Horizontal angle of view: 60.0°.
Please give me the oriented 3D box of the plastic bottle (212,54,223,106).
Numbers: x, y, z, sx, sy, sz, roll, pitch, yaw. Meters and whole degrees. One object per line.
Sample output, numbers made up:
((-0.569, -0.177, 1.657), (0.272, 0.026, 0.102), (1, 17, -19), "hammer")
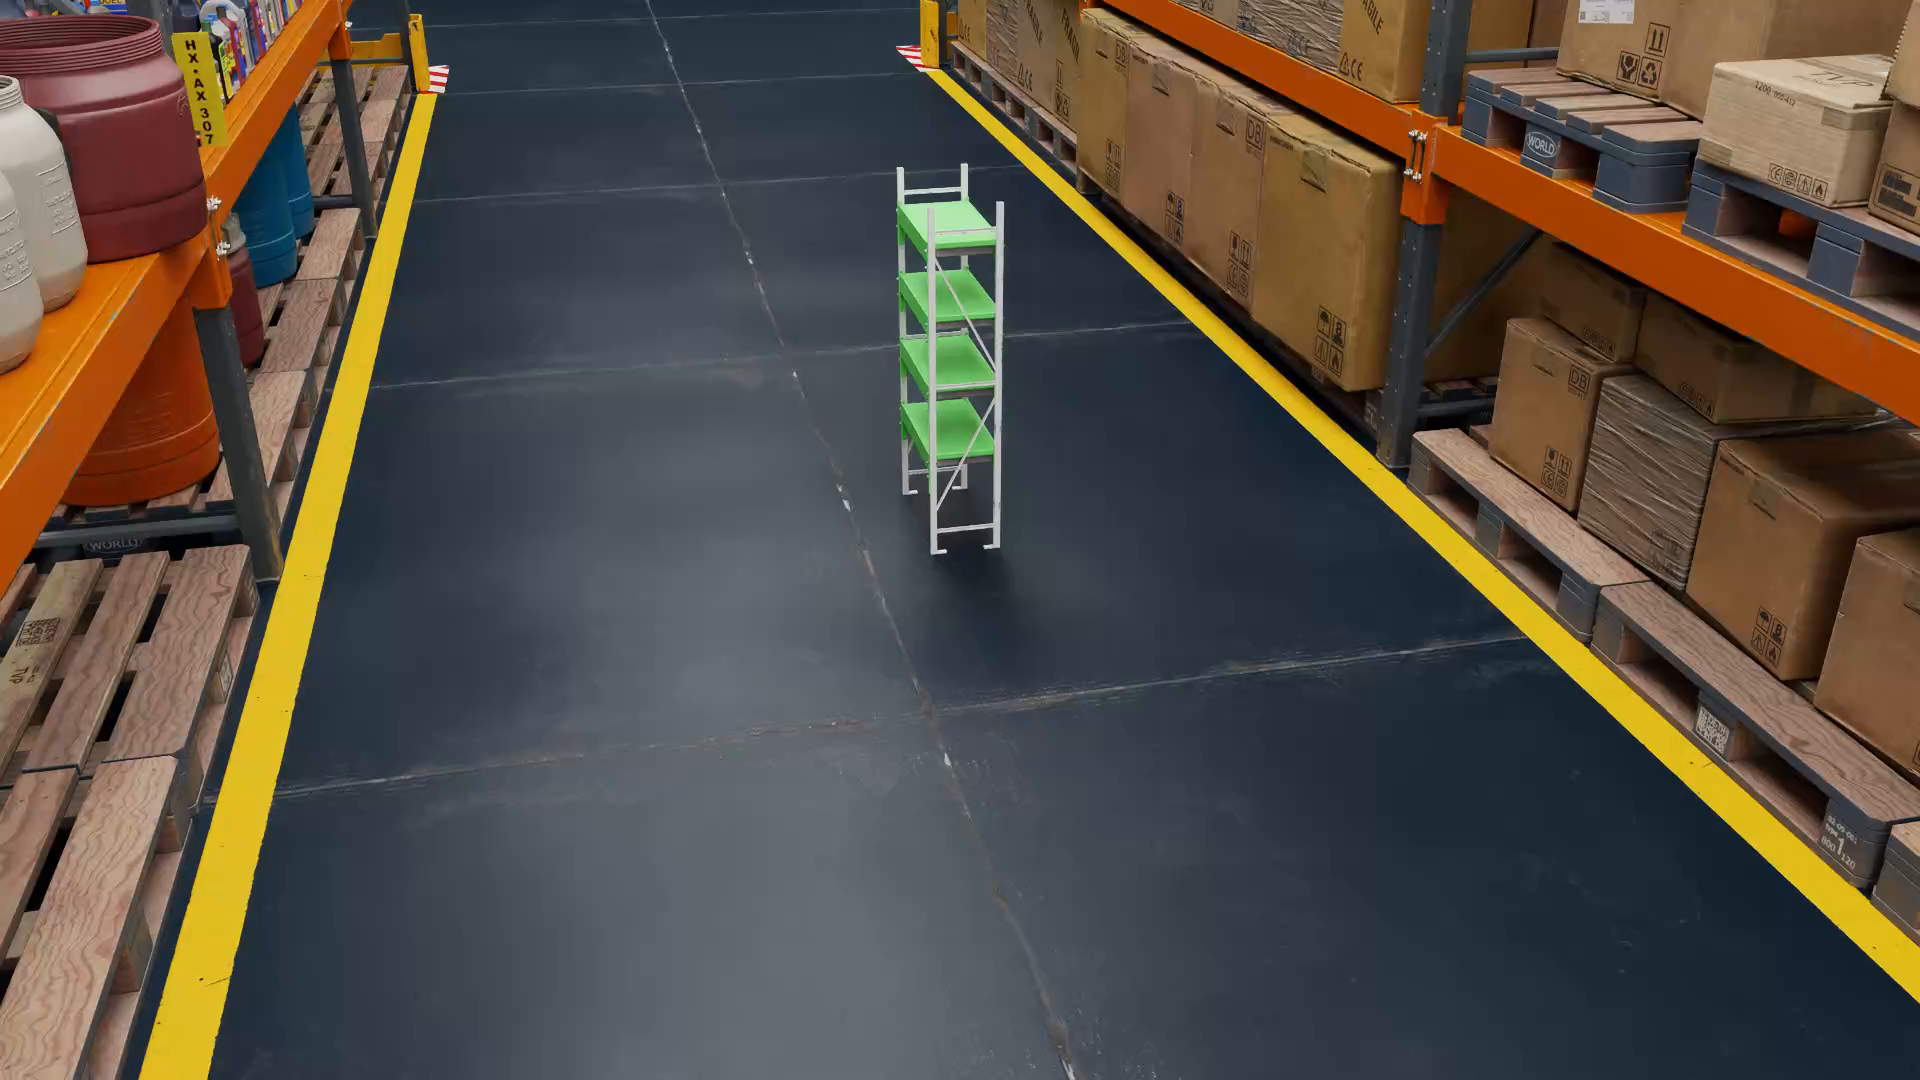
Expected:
((-2.609, -1.609, 5.738), (0.061, 0.283, 0.133), (-6, 27, -12), "plastic bottle")

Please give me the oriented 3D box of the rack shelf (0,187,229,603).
((-2.285, 0.028, 3.165), (1.077, 0.370, 4.000), (-6, 27, -12), "rack shelf")

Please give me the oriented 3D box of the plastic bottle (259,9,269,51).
((-2.902, -2.108, 6.818), (0.097, 0.201, 0.097), (0, 27, 0), "plastic bottle")

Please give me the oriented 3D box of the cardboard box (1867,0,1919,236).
((2.510, -0.904, 3.631), (0.797, 0.503, 0.637), (-3, 27, -6), "cardboard box")

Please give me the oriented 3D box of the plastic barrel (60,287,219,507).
((-2.863, -0.603, 5.559), (0.600, 0.830, 0.708), (-6, 27, -12), "plastic barrel")

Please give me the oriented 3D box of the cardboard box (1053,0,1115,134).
((1.117, -2.967, 10.192), (0.875, 0.875, 0.875), (-6, 27, -12), "cardboard box")

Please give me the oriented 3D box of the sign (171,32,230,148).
((-2.202, -1.303, 4.822), (0.100, 0.325, 0.005), (-6, 27, -12), "sign")

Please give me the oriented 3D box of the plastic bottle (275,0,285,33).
((-3.038, -2.350, 7.215), (0.152, 0.276, 0.135), (-6, 27, -12), "plastic bottle")

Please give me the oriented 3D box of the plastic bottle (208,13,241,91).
((-2.726, -1.796, 6.123), (0.097, 0.271, 0.097), (0, 27, 0), "plastic bottle")

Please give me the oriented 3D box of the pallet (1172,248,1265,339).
((1.714, -1.318, 8.127), (1.003, 0.211, 1.213), (-6, 27, -12), "pallet")

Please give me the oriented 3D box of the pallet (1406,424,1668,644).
((2.264, -0.087, 5.687), (1.003, 0.211, 1.213), (-6, 27, -12), "pallet")

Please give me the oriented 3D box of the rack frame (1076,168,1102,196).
((1.188, -3.431, 9.218), (1.000, 3.000, 0.127), (-6, 27, -12), "rack frame")

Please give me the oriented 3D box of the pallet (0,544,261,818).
((-2.599, 0.417, 4.689), (1.003, 0.211, 1.213), (-6, 27, -12), "pallet")

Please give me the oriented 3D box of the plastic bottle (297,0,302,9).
((-3.137, -2.638, 7.778), (0.061, 0.283, 0.133), (-6, 27, -12), "plastic bottle")

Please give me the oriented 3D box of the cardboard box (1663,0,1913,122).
((2.473, -1.439, 4.695), (0.700, 0.500, 0.500), (-2, 27, -4), "cardboard box")

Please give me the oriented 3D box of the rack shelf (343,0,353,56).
((-4.088, -3.484, 10.123), (1.077, 0.370, 4.000), (-6, 27, -12), "rack shelf")

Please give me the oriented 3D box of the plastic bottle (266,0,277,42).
((-2.955, -2.210, 7.020), (0.097, 0.201, 0.097), (0, 27, 0), "plastic bottle")

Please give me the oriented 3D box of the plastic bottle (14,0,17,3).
((-3.572, -1.895, 6.305), (0.061, 0.283, 0.133), (-6, 27, -12), "plastic bottle")

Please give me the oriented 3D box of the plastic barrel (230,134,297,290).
((-3.372, -1.627, 7.507), (0.600, 0.901, 0.708), (-6, 27, -12), "plastic barrel")

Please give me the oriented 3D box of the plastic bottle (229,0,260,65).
((-2.863, -2.052, 6.541), (0.144, 0.351, 0.185), (-6, 27, -12), "plastic bottle")

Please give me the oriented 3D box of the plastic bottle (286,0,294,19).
((-3.112, -2.535, 7.499), (0.144, 0.351, 0.185), (-6, 27, -12), "plastic bottle")

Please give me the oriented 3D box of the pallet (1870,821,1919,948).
((2.814, 0.985, 3.565), (1.003, 0.211, 1.213), (-6, 27, -12), "pallet")

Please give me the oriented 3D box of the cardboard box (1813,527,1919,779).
((2.658, 0.272, 4.167), (0.700, 0.500, 0.500), (-8, 28, -16), "cardboard box")

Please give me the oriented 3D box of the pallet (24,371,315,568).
((-2.954, -0.269, 6.048), (1.003, 0.211, 1.213), (-6, 27, -12), "pallet")

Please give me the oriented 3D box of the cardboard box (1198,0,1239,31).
((1.396, -2.581, 7.424), (0.500, 0.500, 0.500), (-5, 27, -11), "cardboard box")

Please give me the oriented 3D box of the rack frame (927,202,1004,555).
((0.018, -0.501, 5.411), (0.240, 1.200, 0.015), (-6, 27, -12), "rack frame")

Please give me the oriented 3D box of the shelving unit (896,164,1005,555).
((-0.037, -0.608, 5.624), (0.258, 1.200, 0.503), (-6, 27, -12), "shelving unit")

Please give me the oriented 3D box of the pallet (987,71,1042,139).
((0.814, -3.064, 11.586), (1.003, 0.211, 1.213), (-6, 27, -12), "pallet")

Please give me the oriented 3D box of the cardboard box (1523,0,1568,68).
((2.245, -1.960, 6.194), (0.500, 0.500, 0.500), (-5, 27, -10), "cardboard box")

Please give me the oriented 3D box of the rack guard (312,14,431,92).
((-4.557, -3.577, 12.282), (1.175, 0.500, 0.348), (-6, 27, -12), "rack guard")

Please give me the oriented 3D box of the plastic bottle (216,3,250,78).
((-2.778, -1.898, 6.324), (0.097, 0.271, 0.097), (0, 27, 0), "plastic bottle")

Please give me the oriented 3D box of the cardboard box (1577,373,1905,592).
((2.397, -0.221, 5.144), (0.700, 0.500, 0.500), (-8, 28, -16), "cardboard box")

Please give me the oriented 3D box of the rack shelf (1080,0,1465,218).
((1.639, -2.231, 7.640), (1.077, 0.370, 4.000), (-6, 27, -12), "rack shelf")

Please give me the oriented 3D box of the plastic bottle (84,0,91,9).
((-3.696, -2.224, 6.965), (0.152, 0.276, 0.135), (-6, 27, -12), "plastic bottle")

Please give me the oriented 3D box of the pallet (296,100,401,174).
((-4.120, -2.538, 10.545), (1.003, 0.211, 1.213), (-6, 27, -12), "pallet")

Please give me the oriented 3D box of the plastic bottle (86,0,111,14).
((-3.526, -2.110, 6.821), (0.097, 0.201, 0.097), (0, 27, 0), "plastic bottle")

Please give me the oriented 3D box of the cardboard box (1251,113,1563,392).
((1.954, -1.219, 6.727), (1.225, 0.875, 0.875), (-7, 28, -14), "cardboard box")

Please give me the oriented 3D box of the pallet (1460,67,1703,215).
((2.354, -1.287, 5.184), (1.213, 0.211, 1.003), (-6, 27, -12), "pallet")

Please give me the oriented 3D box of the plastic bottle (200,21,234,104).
((-2.661, -1.710, 5.939), (0.061, 0.283, 0.133), (-6, 27, -12), "plastic bottle")

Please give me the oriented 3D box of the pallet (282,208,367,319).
((-3.504, -1.340, 8.170), (1.003, 0.211, 1.213), (-6, 27, -12), "pallet")

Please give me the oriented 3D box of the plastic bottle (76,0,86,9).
((-3.644, -2.122, 6.763), (0.152, 0.276, 0.135), (-6, 27, -12), "plastic bottle")

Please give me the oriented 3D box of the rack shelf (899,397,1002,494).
((-0.037, -0.337, 5.761), (0.258, 0.148, 0.480), (-6, 27, -12), "rack shelf")

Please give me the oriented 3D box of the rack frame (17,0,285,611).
((-2.736, -1.172, 4.742), (1.000, 3.000, 0.127), (-6, 27, -12), "rack frame")

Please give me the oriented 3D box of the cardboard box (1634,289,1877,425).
((2.399, -0.567, 4.998), (0.500, 0.250, 0.500), (-3, 27, -6), "cardboard box")

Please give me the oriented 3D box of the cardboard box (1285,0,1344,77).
((1.630, -2.130, 6.530), (0.500, 0.500, 0.500), (-6, 27, -12), "cardboard box")

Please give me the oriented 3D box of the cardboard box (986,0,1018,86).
((0.714, -3.753, 11.749), (0.875, 0.875, 0.875), (-6, 27, -12), "cardboard box")

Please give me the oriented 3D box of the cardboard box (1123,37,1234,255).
((1.554, -1.998, 8.272), (1.225, 0.875, 0.875), (-7, 28, -13), "cardboard box")

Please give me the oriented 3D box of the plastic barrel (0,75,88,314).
((-2.296, -0.792, 3.865), (0.421, 0.512, 0.421), (0, 27, 0), "plastic barrel")

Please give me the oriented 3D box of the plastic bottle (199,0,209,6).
((-3.073, -2.166, 6.856), (0.097, 0.271, 0.097), (0, 27, 0), "plastic bottle")

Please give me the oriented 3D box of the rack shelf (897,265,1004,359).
((-0.037, -0.766, 5.544), (0.258, 0.148, 0.480), (-6, 27, -12), "rack shelf")

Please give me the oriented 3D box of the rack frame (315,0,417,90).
((-4.539, -4.684, 11.700), (1.000, 3.000, 0.127), (-6, 27, -12), "rack frame")

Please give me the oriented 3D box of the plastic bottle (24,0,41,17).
((-3.513, -1.901, 6.318), (0.061, 0.283, 0.133), (-6, 27, -12), "plastic bottle")
